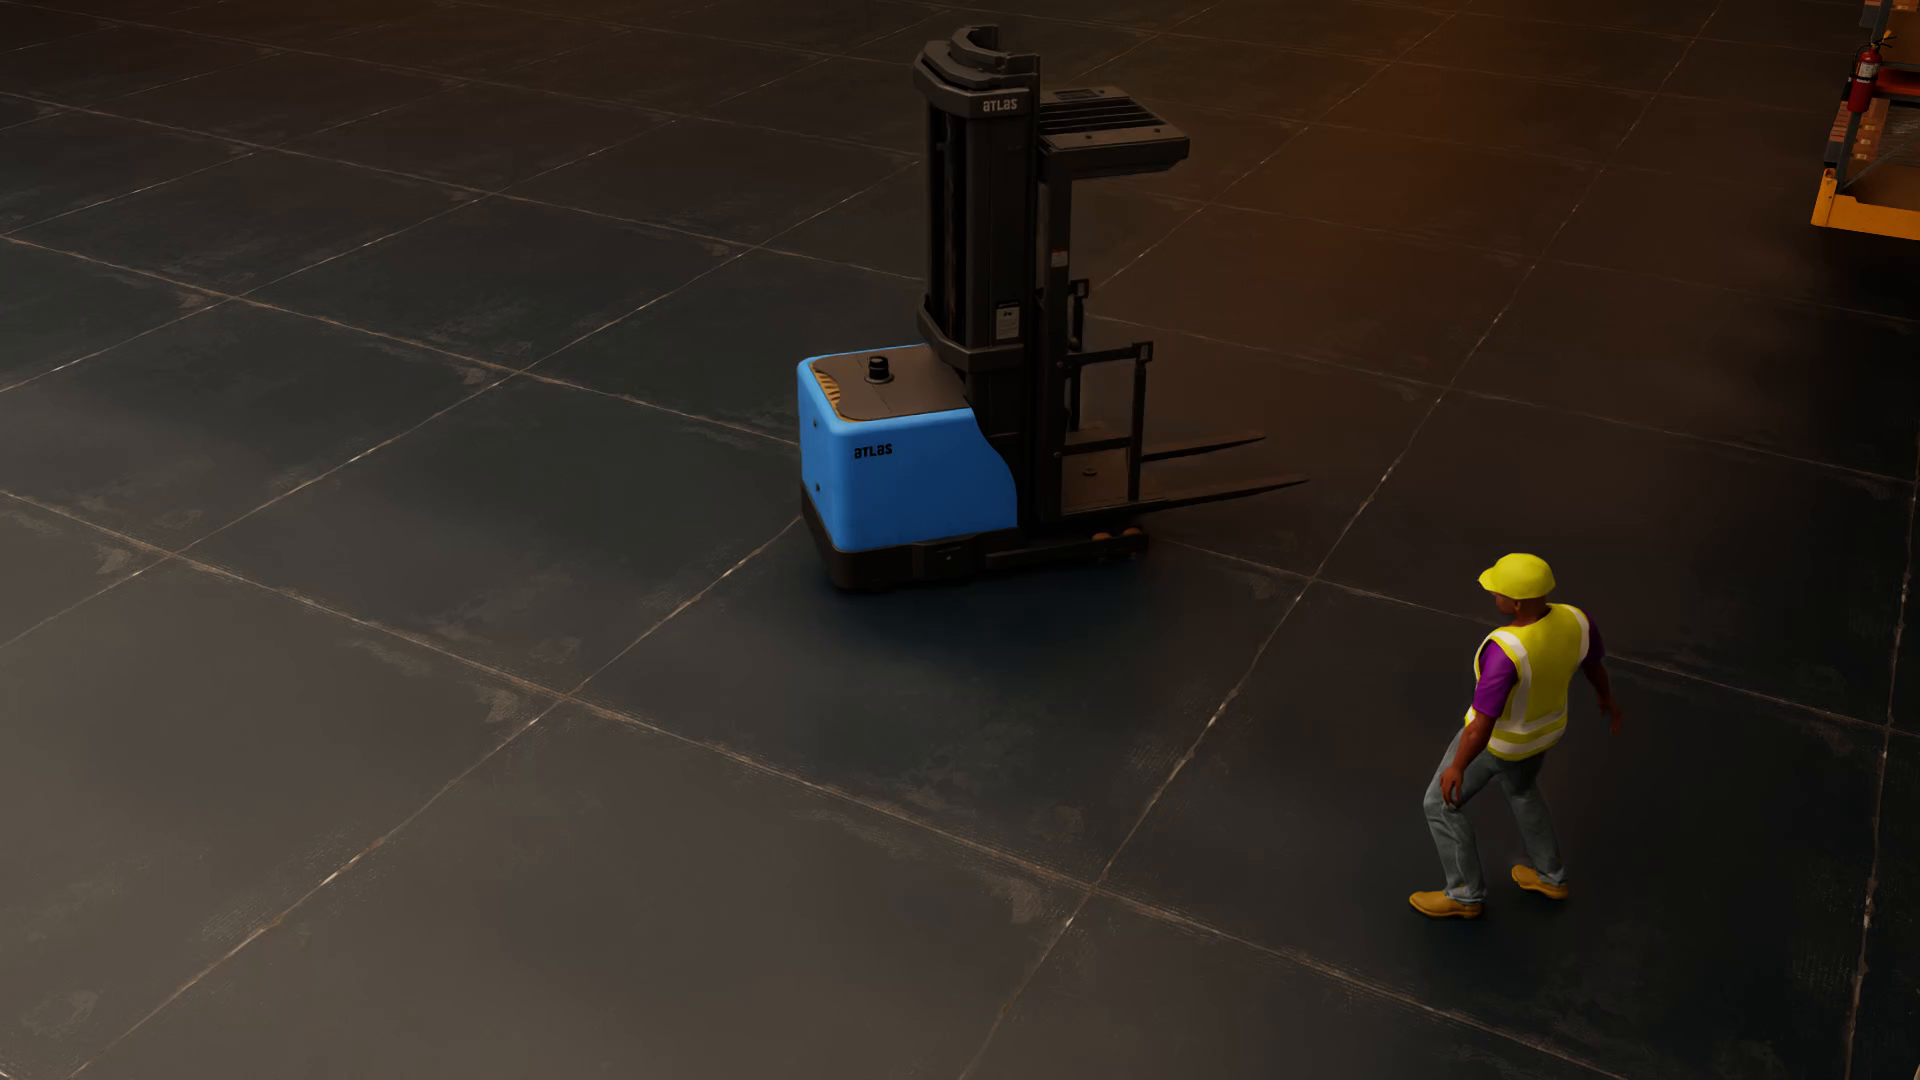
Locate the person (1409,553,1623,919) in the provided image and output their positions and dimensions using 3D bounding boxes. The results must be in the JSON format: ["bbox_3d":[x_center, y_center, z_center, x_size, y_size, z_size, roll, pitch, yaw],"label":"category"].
[{"bbox_3d":[2.394,0.802,6.947,0.911,1.708,0.503,-15,33,-24],"label":"person"}]

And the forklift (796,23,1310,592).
[{"bbox_3d":[0.609,-1.388,9.476,3.031,2.935,1.130,-9,31,-15],"label":"forklift"}]
